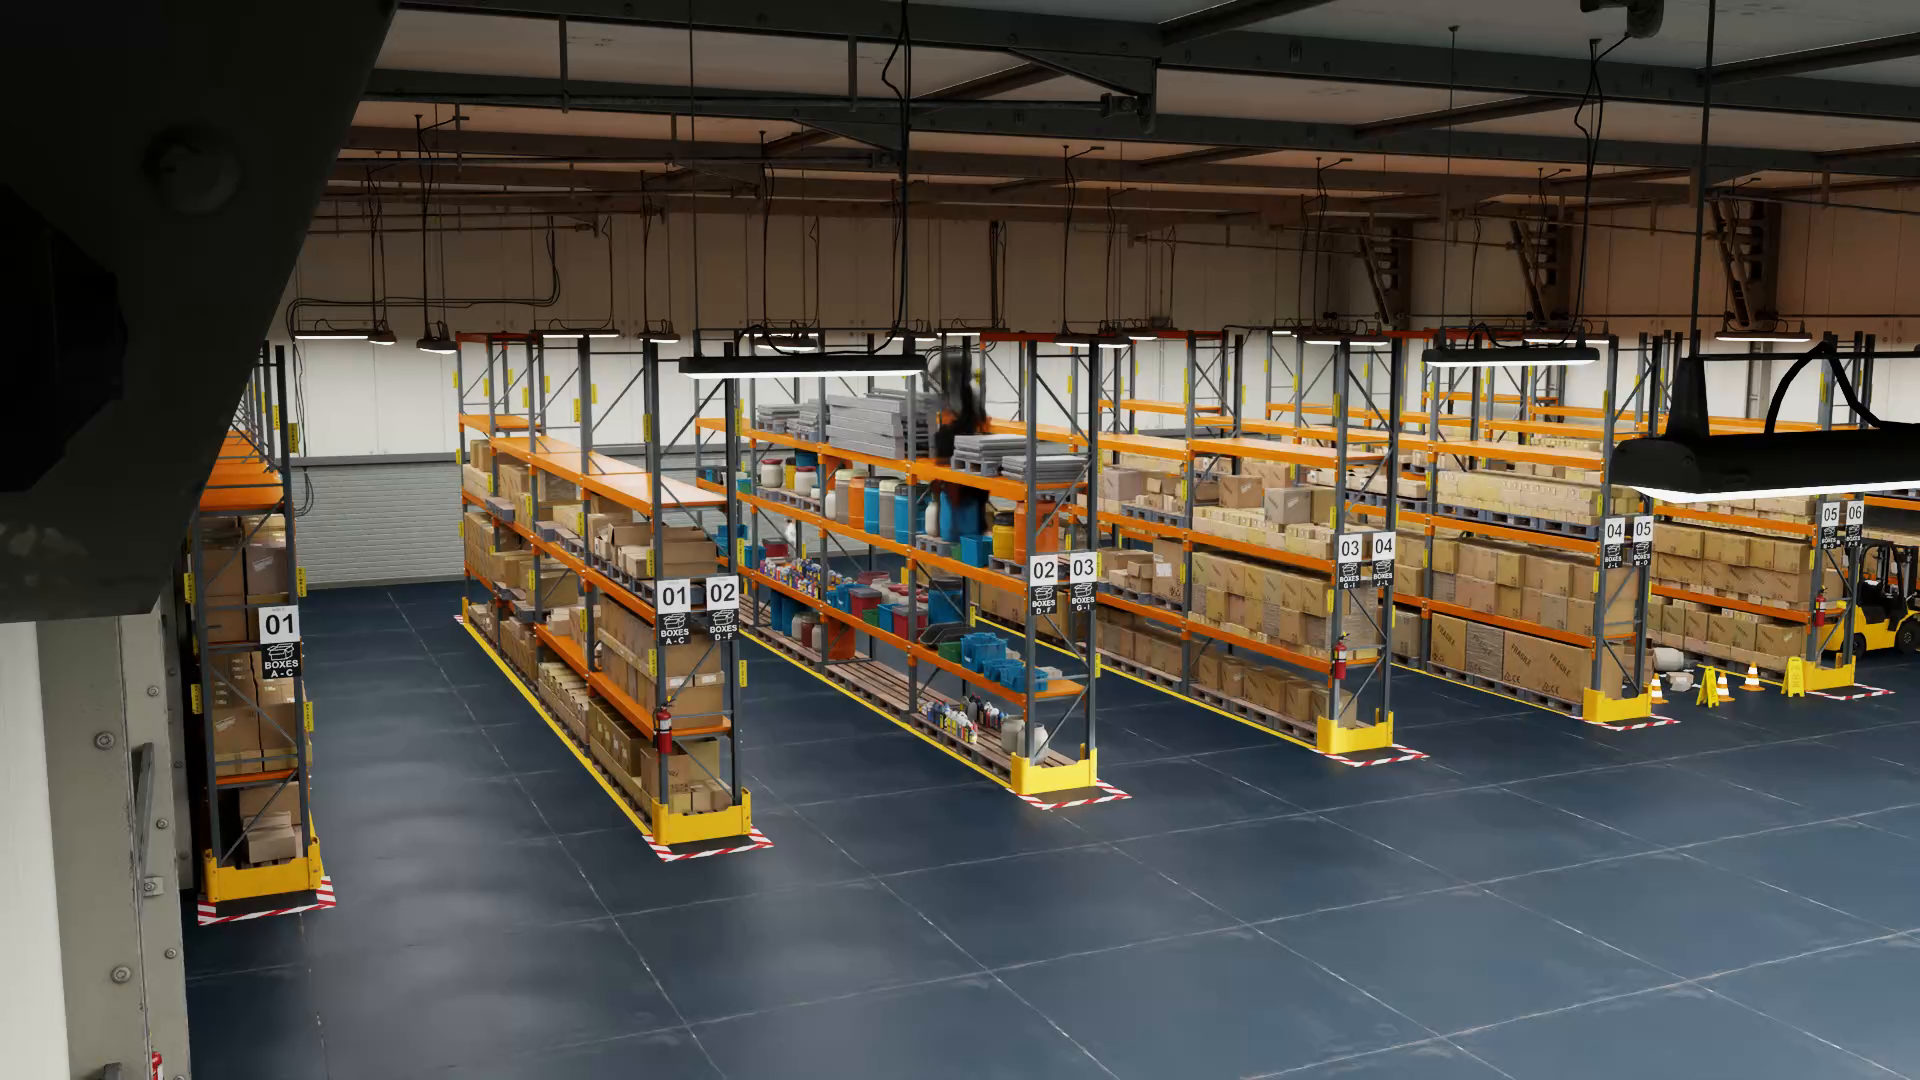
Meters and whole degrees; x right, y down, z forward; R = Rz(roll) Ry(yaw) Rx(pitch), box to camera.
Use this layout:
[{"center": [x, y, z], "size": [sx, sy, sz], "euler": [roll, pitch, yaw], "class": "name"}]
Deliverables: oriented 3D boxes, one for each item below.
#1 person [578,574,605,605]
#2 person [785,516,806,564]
[{"center": [-7.500, 0.920, 34.272], "size": [0.651, 1.603, 0.672], "euler": [-5, 9, -35], "class": "person"}, {"center": [-3.942, 0.157, 39.767], "size": [0.529, 1.659, 0.605], "euler": [1, 8, 4], "class": "person"}]
